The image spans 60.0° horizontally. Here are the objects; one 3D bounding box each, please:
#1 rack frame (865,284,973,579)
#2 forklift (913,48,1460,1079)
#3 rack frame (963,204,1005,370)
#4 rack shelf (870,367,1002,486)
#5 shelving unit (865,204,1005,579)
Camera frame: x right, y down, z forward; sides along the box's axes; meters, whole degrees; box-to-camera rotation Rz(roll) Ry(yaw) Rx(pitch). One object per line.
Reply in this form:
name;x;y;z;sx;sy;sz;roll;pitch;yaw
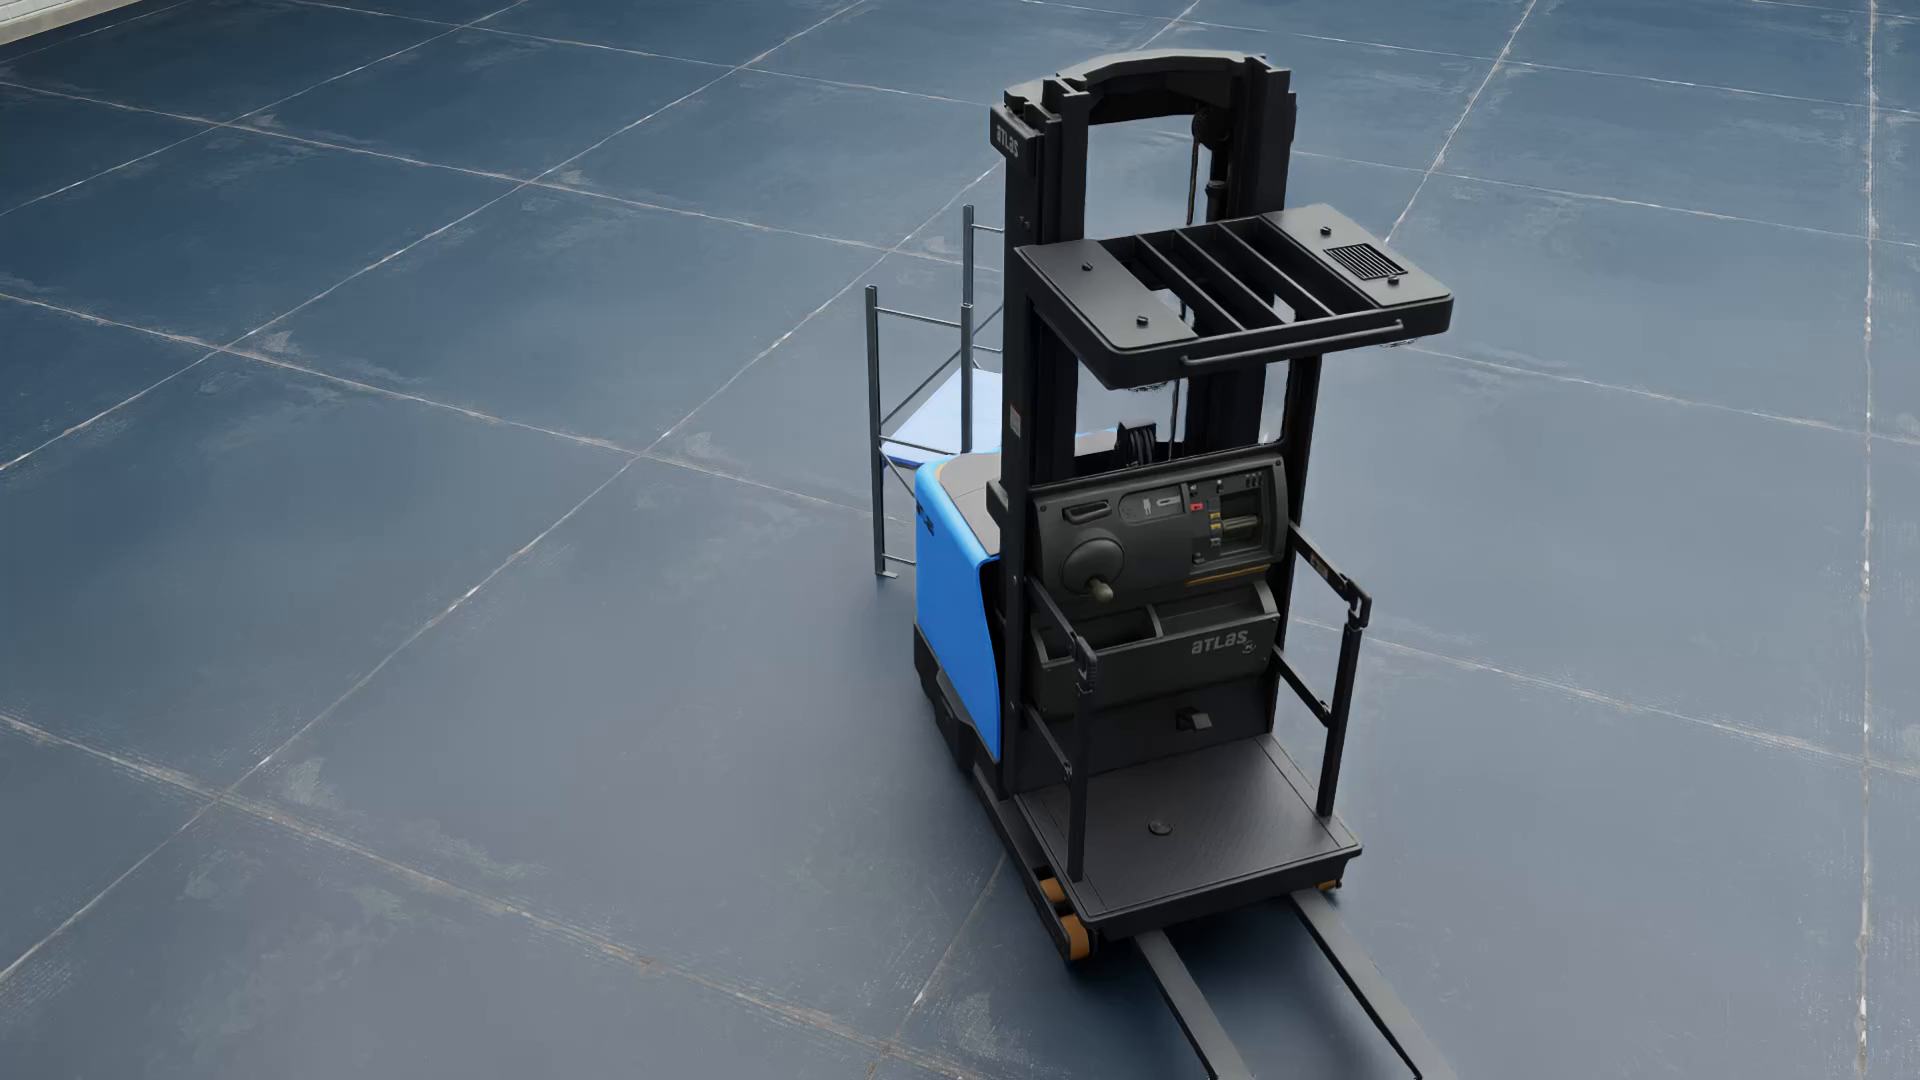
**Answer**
rack frame;-0.177;-0.417;7.517;0.500;1.500;0.032;14;36;20
forklift;0.775;0.023;5.542;1.130;2.935;3.031;-11;35;-16
rack frame;0.248;-0.923;8.290;0.500;1.500;0.032;14;36;20
rack shelf;0.036;-0.519;8.002;0.538;0.185;1.000;14;36;20
shelving unit;0.036;-0.670;7.904;0.538;1.500;1.048;14;36;20
